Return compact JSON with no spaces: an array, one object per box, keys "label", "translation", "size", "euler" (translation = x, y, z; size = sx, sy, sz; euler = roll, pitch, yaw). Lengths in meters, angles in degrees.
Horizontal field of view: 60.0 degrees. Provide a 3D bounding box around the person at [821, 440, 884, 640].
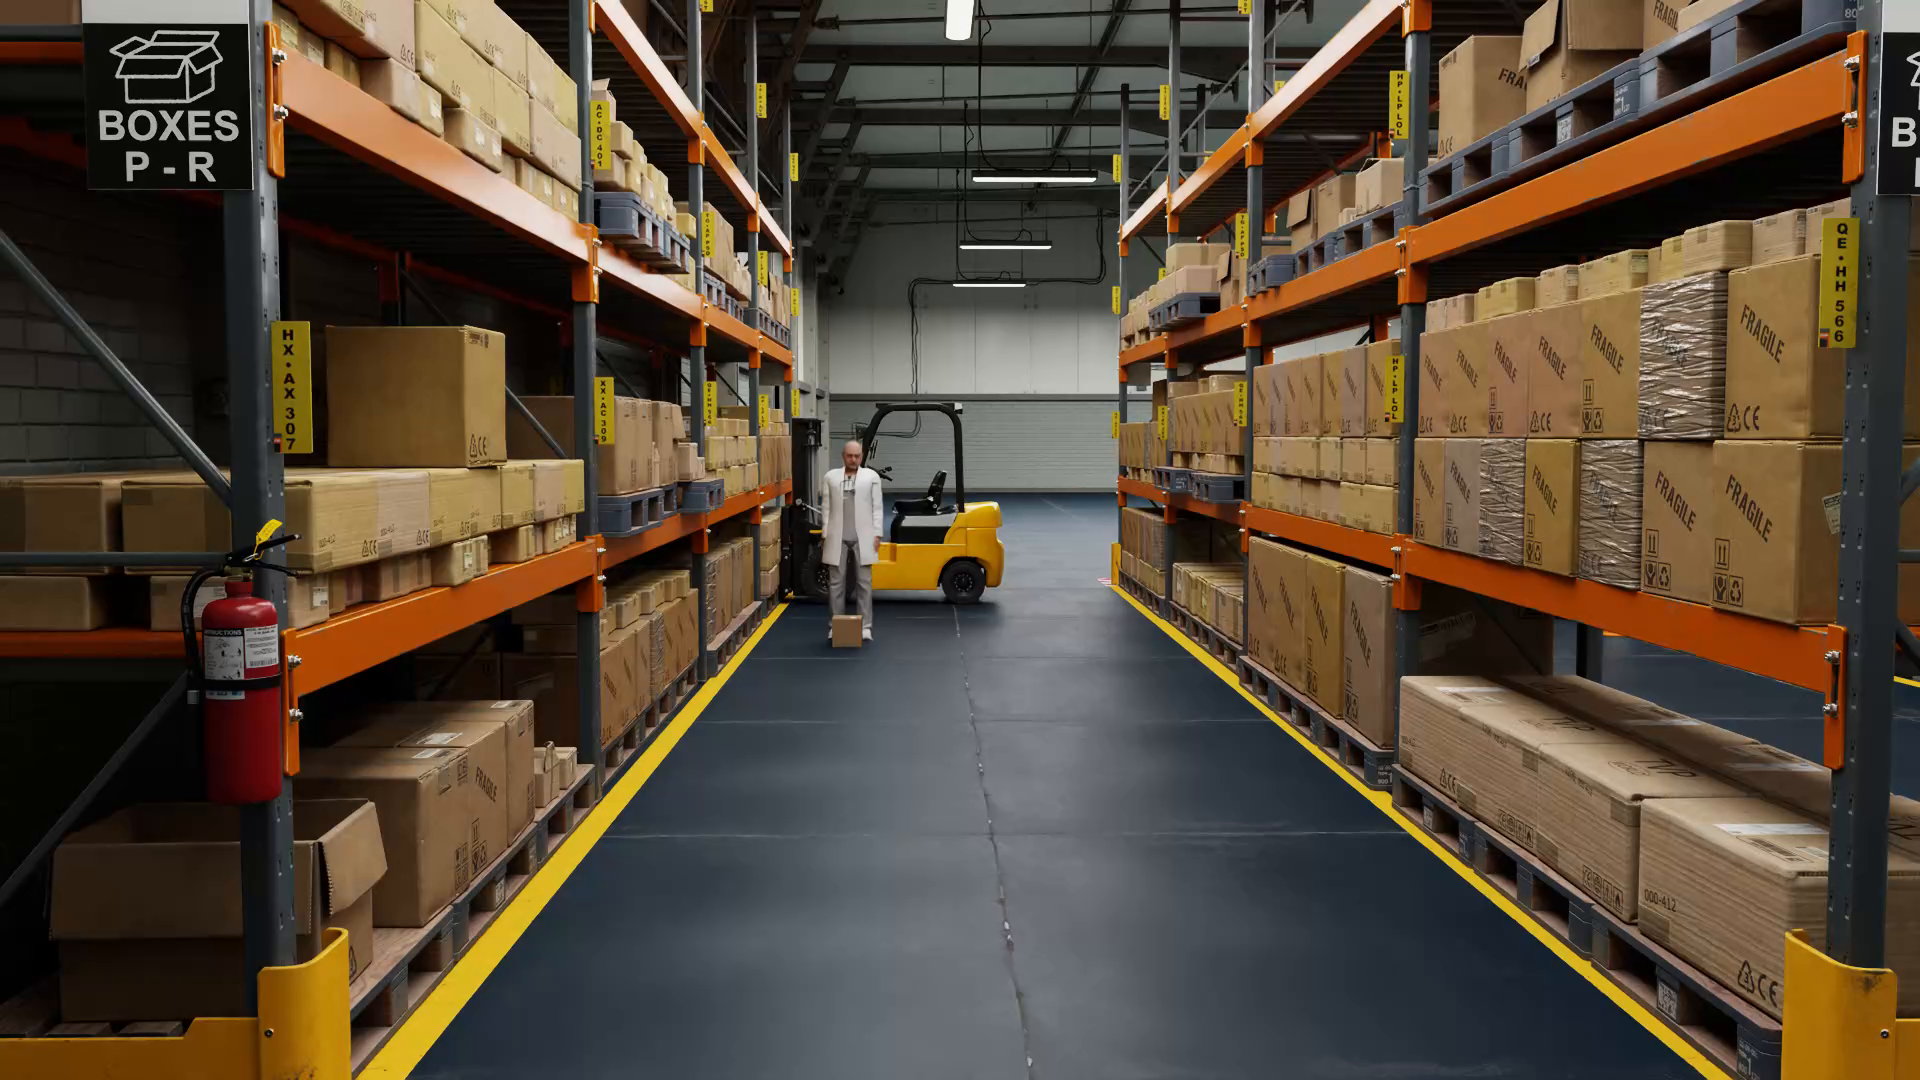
[{"label":"person","translation":[-0.957,-0.003,14.796],"size":[0.562,1.774,0.383],"euler":[0,4,0]}]
